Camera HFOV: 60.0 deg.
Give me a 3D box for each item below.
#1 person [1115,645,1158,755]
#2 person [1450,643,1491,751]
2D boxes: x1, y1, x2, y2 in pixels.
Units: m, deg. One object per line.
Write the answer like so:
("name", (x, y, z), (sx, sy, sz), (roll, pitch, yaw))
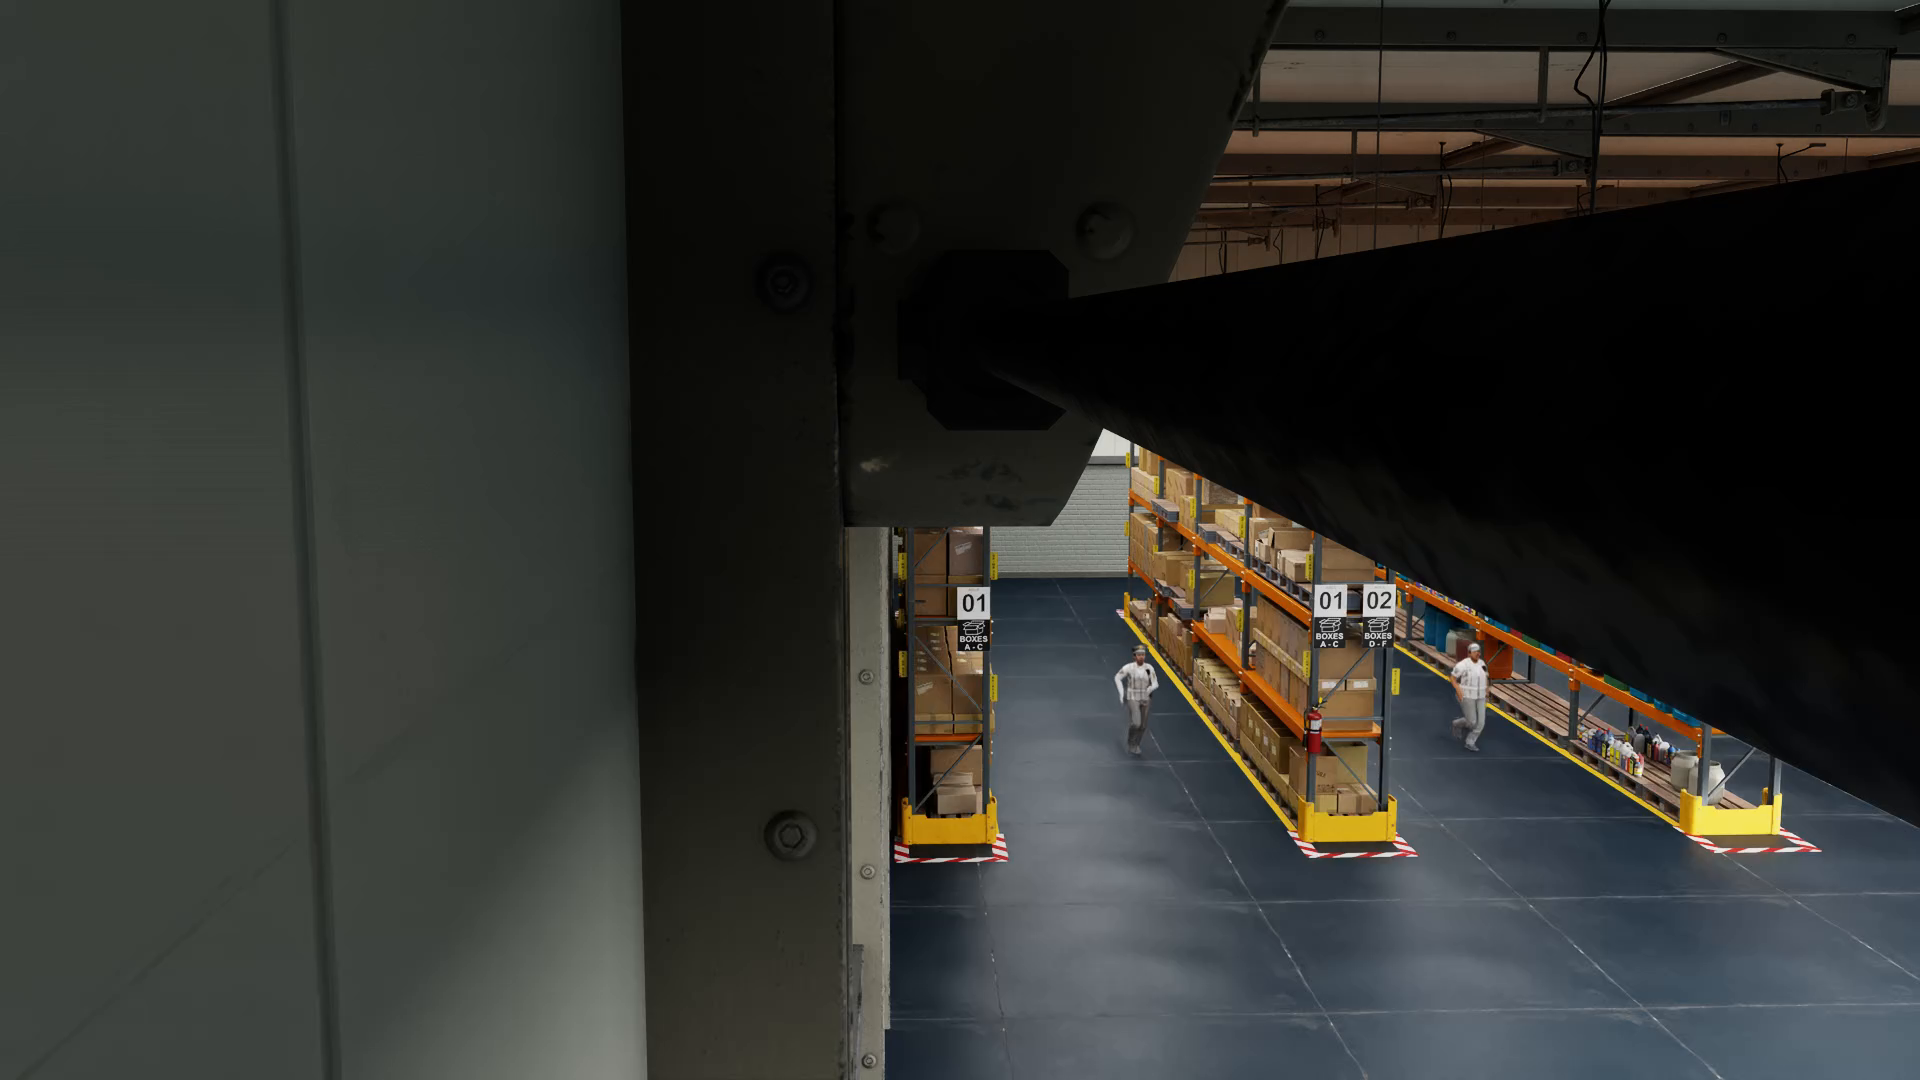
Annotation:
("person", (2.634, 2.364, 24.480), (0.593, 1.660, 0.616), (-2, 7, -12))
("person", (7.679, 2.348, 24.917), (0.607, 1.614, 0.551), (-2, 8, -13))
